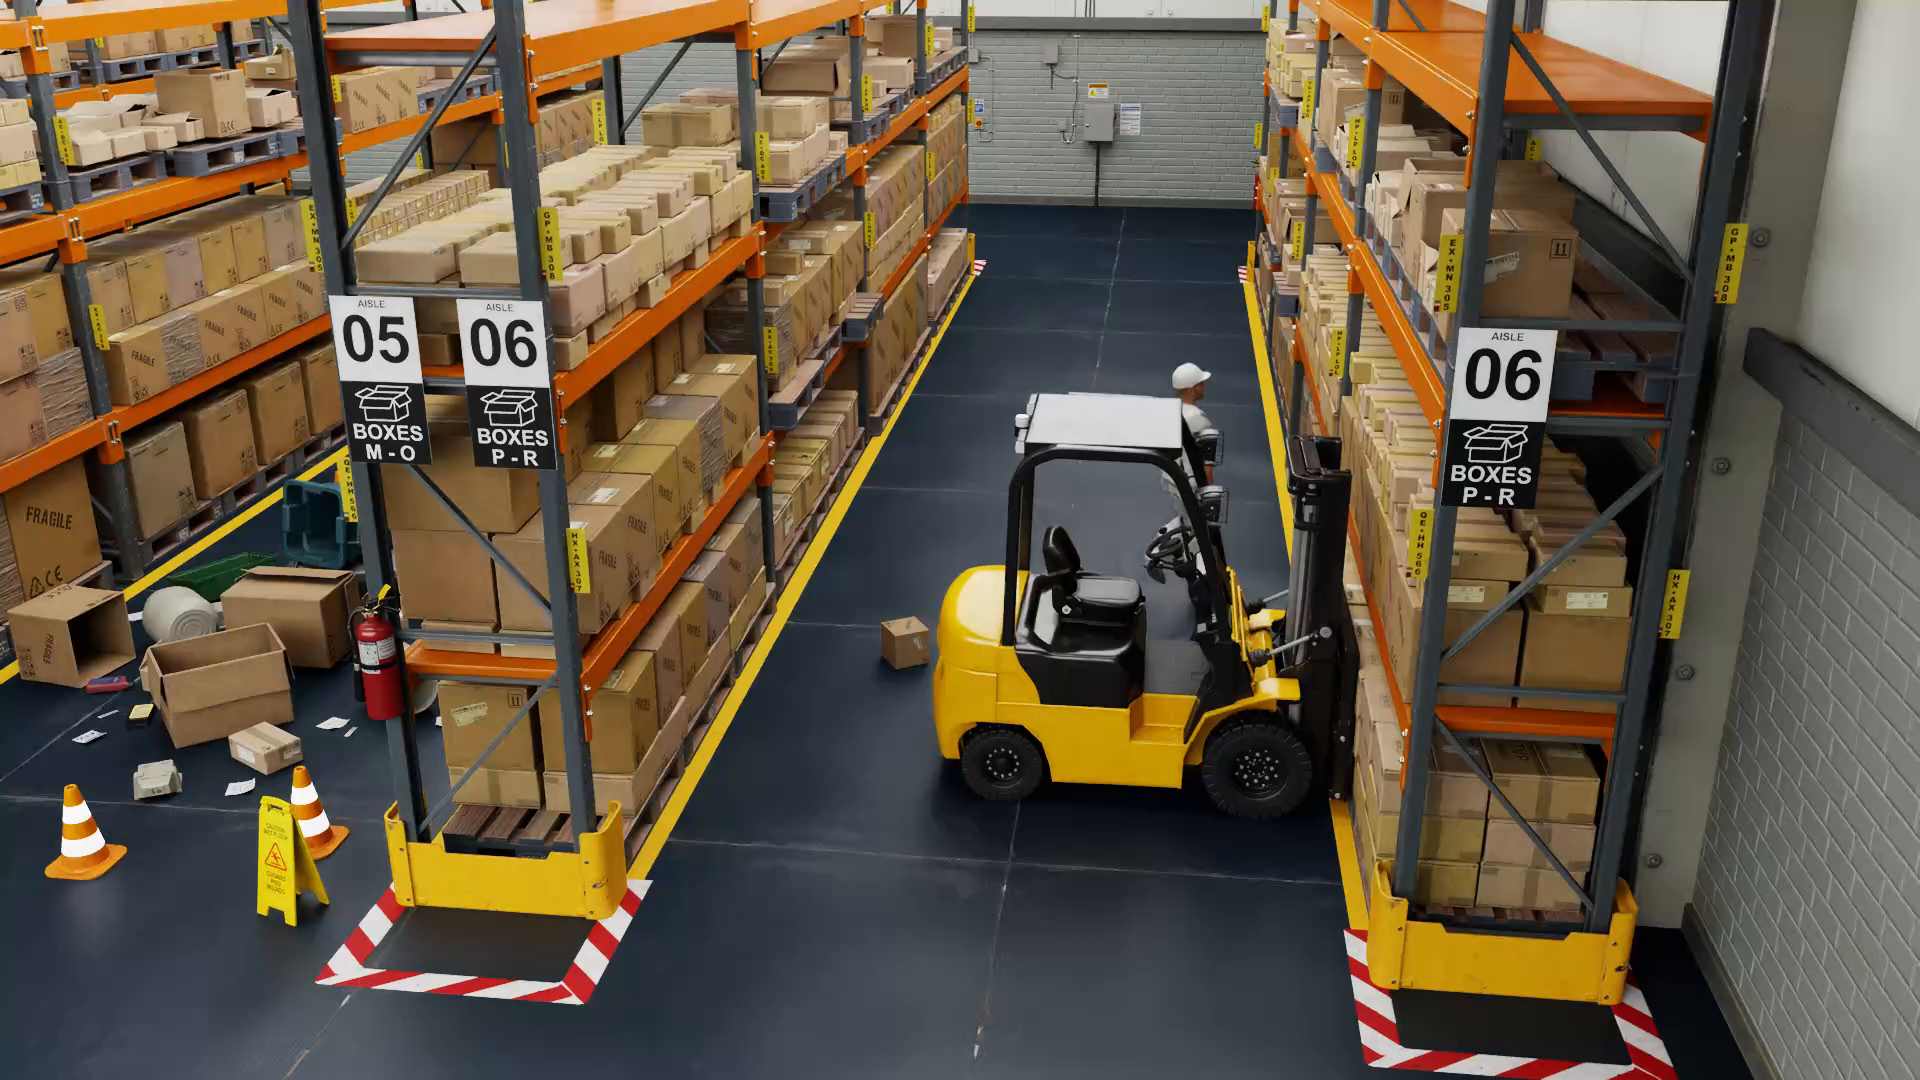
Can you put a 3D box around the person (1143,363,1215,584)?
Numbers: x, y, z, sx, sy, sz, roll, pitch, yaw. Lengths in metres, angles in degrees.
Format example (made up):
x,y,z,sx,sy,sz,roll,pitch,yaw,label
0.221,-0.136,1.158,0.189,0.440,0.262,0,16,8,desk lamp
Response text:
x,y,z,sx,sy,sz,roll,pitch,yaw,label
1.691,-0.436,12.112,0.620,1.785,0.590,-11,24,-27,person
